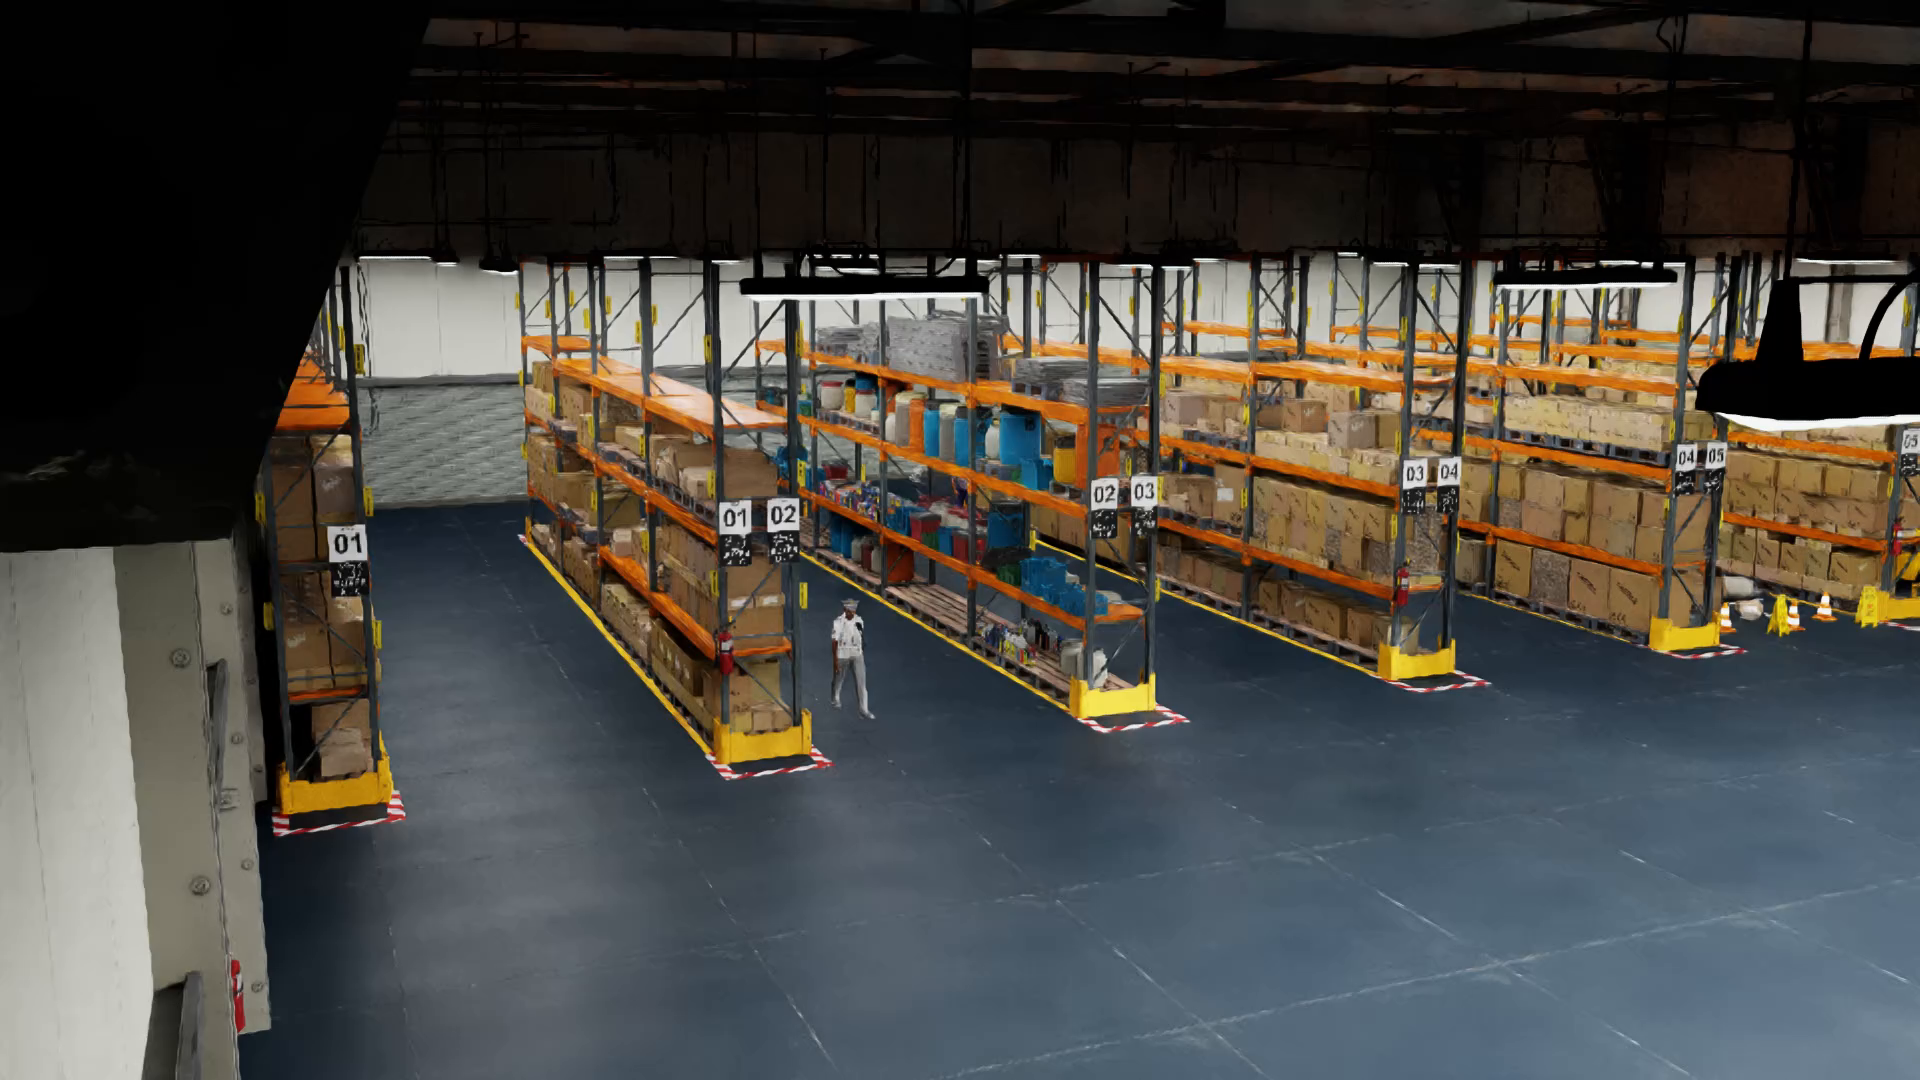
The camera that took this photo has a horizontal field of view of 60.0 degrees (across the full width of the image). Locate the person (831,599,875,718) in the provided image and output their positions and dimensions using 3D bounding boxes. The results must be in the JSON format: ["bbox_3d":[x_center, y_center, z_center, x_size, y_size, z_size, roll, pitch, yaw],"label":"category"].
[{"bbox_3d":[-1.484,1.537,22.140,0.456,1.587,1.088,-4,11,-20],"label":"person"}]

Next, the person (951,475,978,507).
[{"bbox_3d":[0.096,-1.043,36.349,0.625,1.596,0.517,-5,11,-24],"label":"person"}]

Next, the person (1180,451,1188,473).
[{"bbox_3d":[4.840,-1.124,36.512,0.535,1.655,0.566,-1,10,-4],"label":"person"}]

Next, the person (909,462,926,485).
[{"bbox_3d":[-1.064,-2.290,42.537,0.460,1.780,0.704,3,11,14],"label":"person"}]
